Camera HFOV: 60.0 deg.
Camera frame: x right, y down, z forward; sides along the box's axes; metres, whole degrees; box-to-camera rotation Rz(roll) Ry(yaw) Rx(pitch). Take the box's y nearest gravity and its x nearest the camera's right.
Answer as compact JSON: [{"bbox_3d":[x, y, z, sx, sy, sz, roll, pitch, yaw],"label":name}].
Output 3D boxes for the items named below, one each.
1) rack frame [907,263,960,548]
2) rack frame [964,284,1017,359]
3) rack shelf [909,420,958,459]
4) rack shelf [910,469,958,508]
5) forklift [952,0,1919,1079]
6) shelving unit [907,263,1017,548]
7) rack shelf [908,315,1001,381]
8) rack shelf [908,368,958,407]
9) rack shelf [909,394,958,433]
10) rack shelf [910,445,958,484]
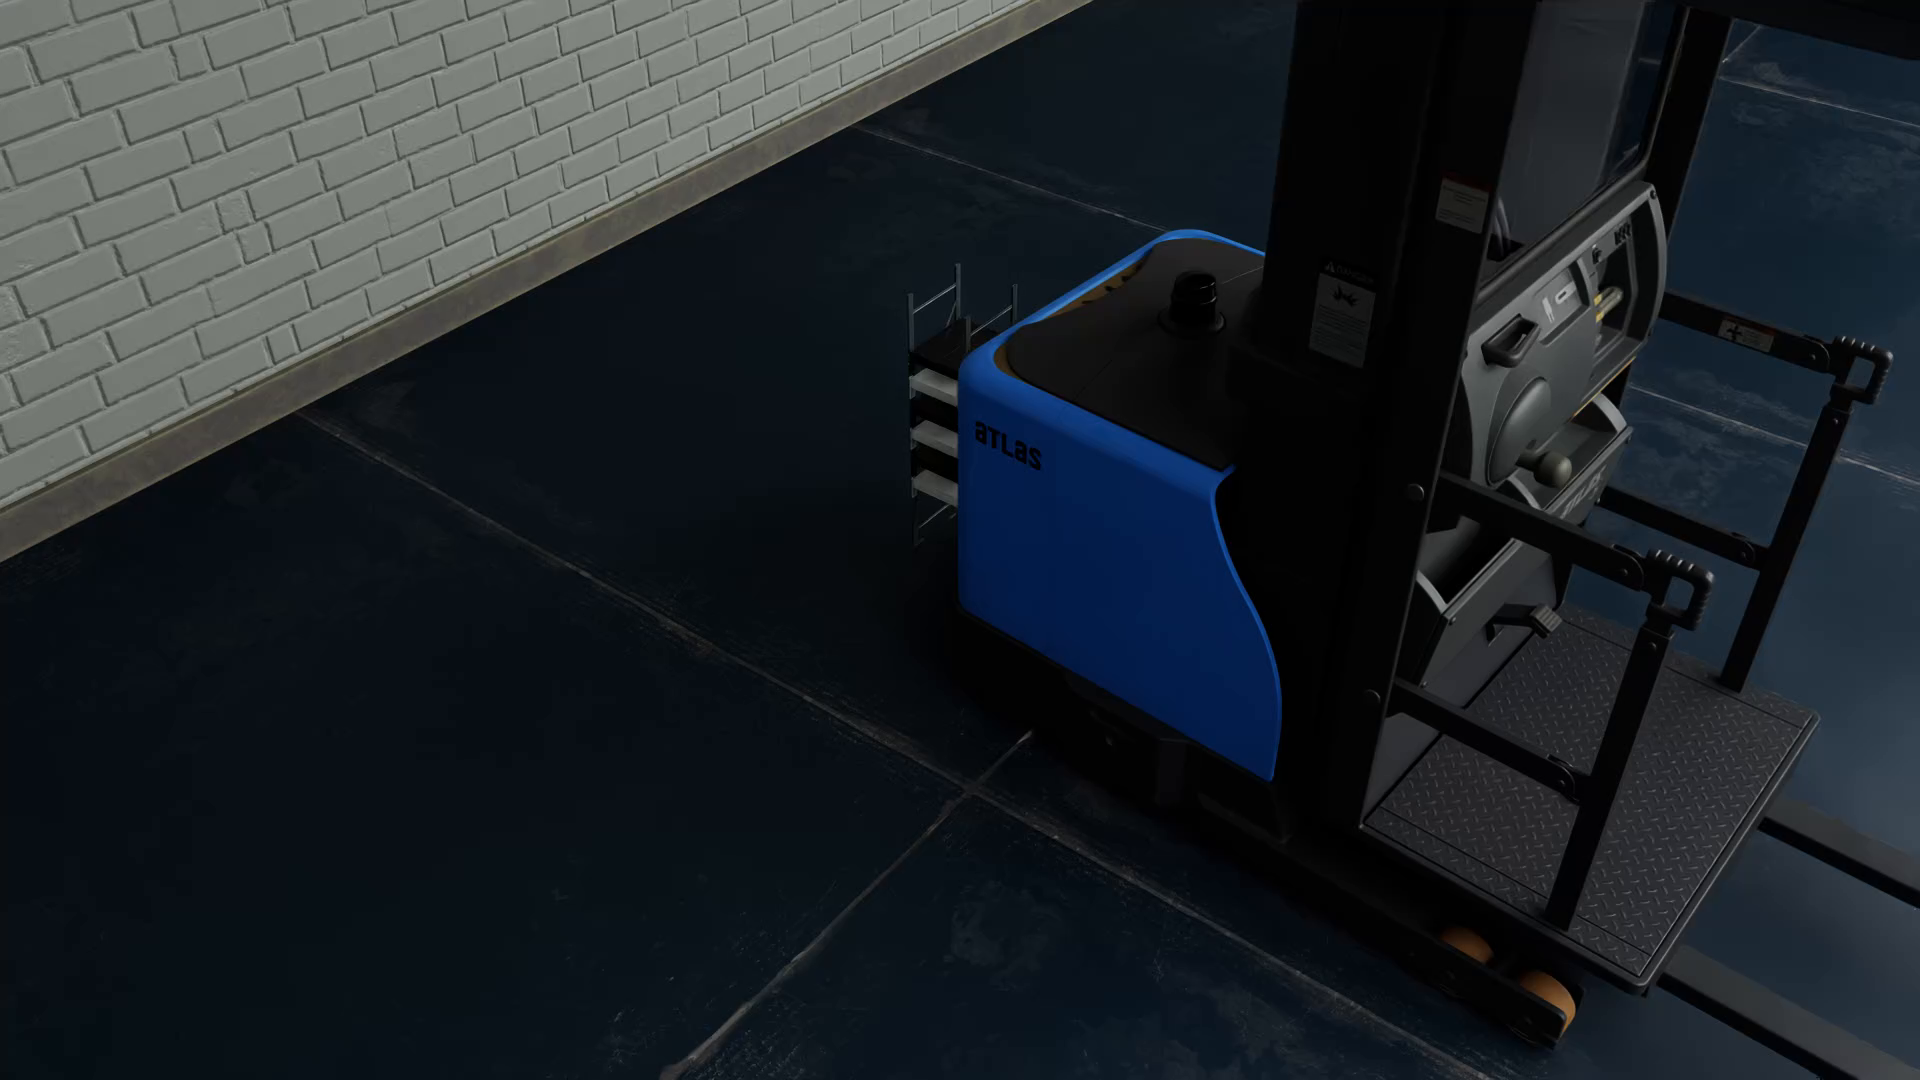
[{"bbox_3d":[-0.074,-0.389,5.017,0.006,0.900,0.240,25,45,29],"label":"rack frame"},{"bbox_3d":[0.087,-0.313,4.920,0.006,0.900,0.240,25,45,29],"label":"rack frame"},{"bbox_3d":[0.006,-0.325,4.989,0.200,0.077,0.258,25,45,29],"label":"rack shelf"},{"bbox_3d":[0.006,-0.183,5.100,0.200,0.077,0.258,25,45,29],"label":"rack shelf"},{"bbox_3d":[1.422,-0.380,3.358,3.031,2.935,1.130,28,46,31],"label":"forklift"},{"bbox_3d":[0.006,-0.351,4.969,0.210,0.900,0.258,25,45,29],"label":"shelving unit"},{"bbox_3d":[0.006,-0.538,4.823,0.200,0.077,0.258,25,45,29],"label":"rack shelf"},{"bbox_3d":[0.006,-0.467,4.878,0.200,0.077,0.258,25,45,29],"label":"rack shelf"},{"bbox_3d":[0.006,-0.396,4.934,0.200,0.077,0.258,25,45,29],"label":"rack shelf"},{"bbox_3d":[0.006,-0.254,5.045,0.200,0.077,0.258,25,45,29],"label":"rack shelf"}]
